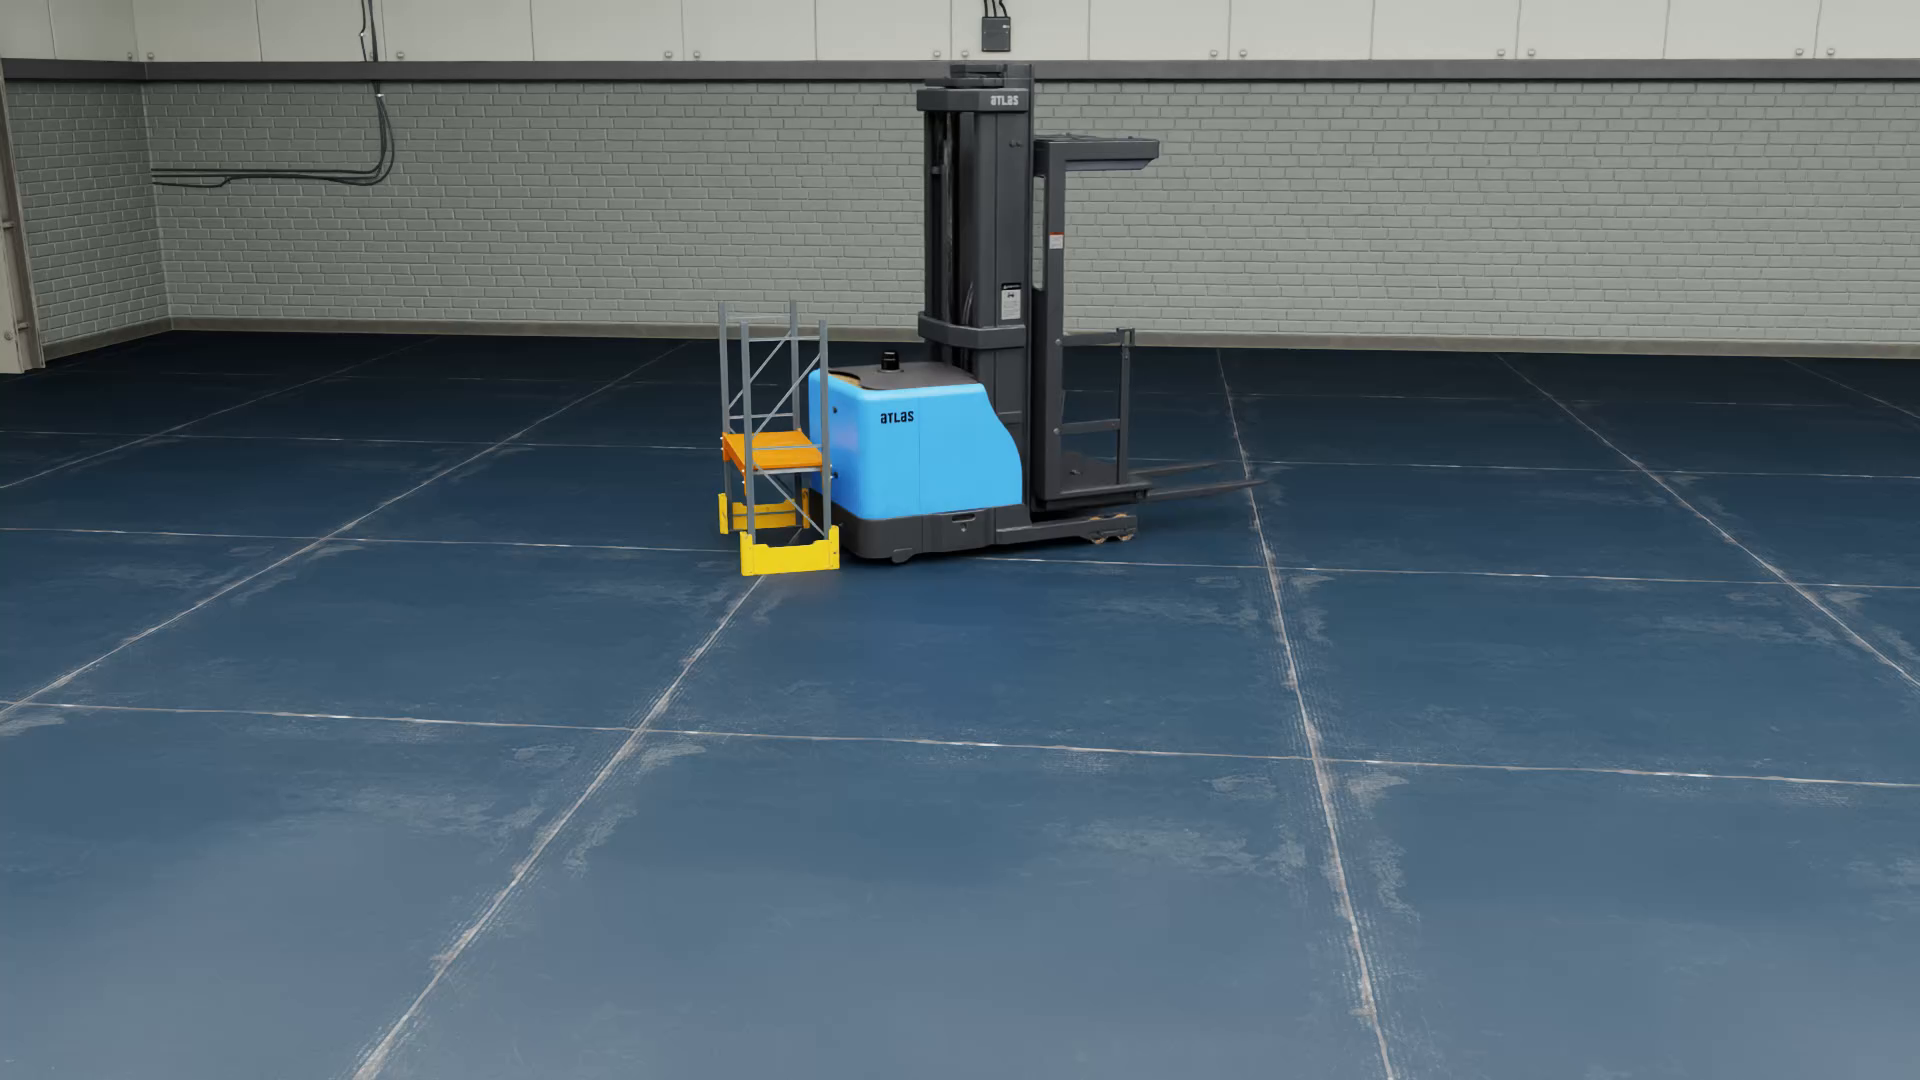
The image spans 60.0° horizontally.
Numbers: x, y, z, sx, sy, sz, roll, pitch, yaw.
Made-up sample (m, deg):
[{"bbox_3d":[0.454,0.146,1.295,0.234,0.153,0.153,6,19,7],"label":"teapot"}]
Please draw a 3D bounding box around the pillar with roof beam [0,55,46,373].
[{"bbox_3d":[-5.415,-5.970,15.499,9.100,9.000,0.400,2,15,6],"label":"pillar with roof beam"}]

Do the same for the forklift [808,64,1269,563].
[{"bbox_3d":[0.583,-1.513,10.641,3.031,2.935,1.130,-7,17,-24],"label":"forklift"}]

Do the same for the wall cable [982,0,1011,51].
[{"bbox_3d":[1.385,-8.179,17.156,2.305,6.003,0.169,2,15,6],"label":"wall cable"}]

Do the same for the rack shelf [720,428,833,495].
[{"bbox_3d":[-1.150,-0.495,10.310,0.538,0.185,1.000,-4,16,-15],"label":"rack shelf"}]

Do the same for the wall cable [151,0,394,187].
[{"bbox_3d":[-8.046,-5.323,19.055,3.097,2.526,0.112,2,15,6],"label":"wall cable"}]

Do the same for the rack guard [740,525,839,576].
[{"bbox_3d":[-1.017,0.062,9.954,0.587,0.250,0.087,-4,16,-15],"label":"rack guard"}]

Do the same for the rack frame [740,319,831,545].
[{"bbox_3d":[-1.017,-0.541,9.789,0.500,1.500,0.032,-4,16,-15],"label":"rack frame"}]

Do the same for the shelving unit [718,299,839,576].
[{"bbox_3d":[-1.148,-0.667,10.254,0.587,1.500,1.083,-4,16,-15],"label":"shelving unit"}]

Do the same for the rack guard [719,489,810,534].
[{"bbox_3d":[-1.278,-0.189,10.881,0.587,0.250,0.087,-4,16,-15],"label":"rack guard"}]

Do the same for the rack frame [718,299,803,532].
[{"bbox_3d":[-1.283,-0.797,10.736,0.500,1.500,0.032,-4,16,-15],"label":"rack frame"}]
